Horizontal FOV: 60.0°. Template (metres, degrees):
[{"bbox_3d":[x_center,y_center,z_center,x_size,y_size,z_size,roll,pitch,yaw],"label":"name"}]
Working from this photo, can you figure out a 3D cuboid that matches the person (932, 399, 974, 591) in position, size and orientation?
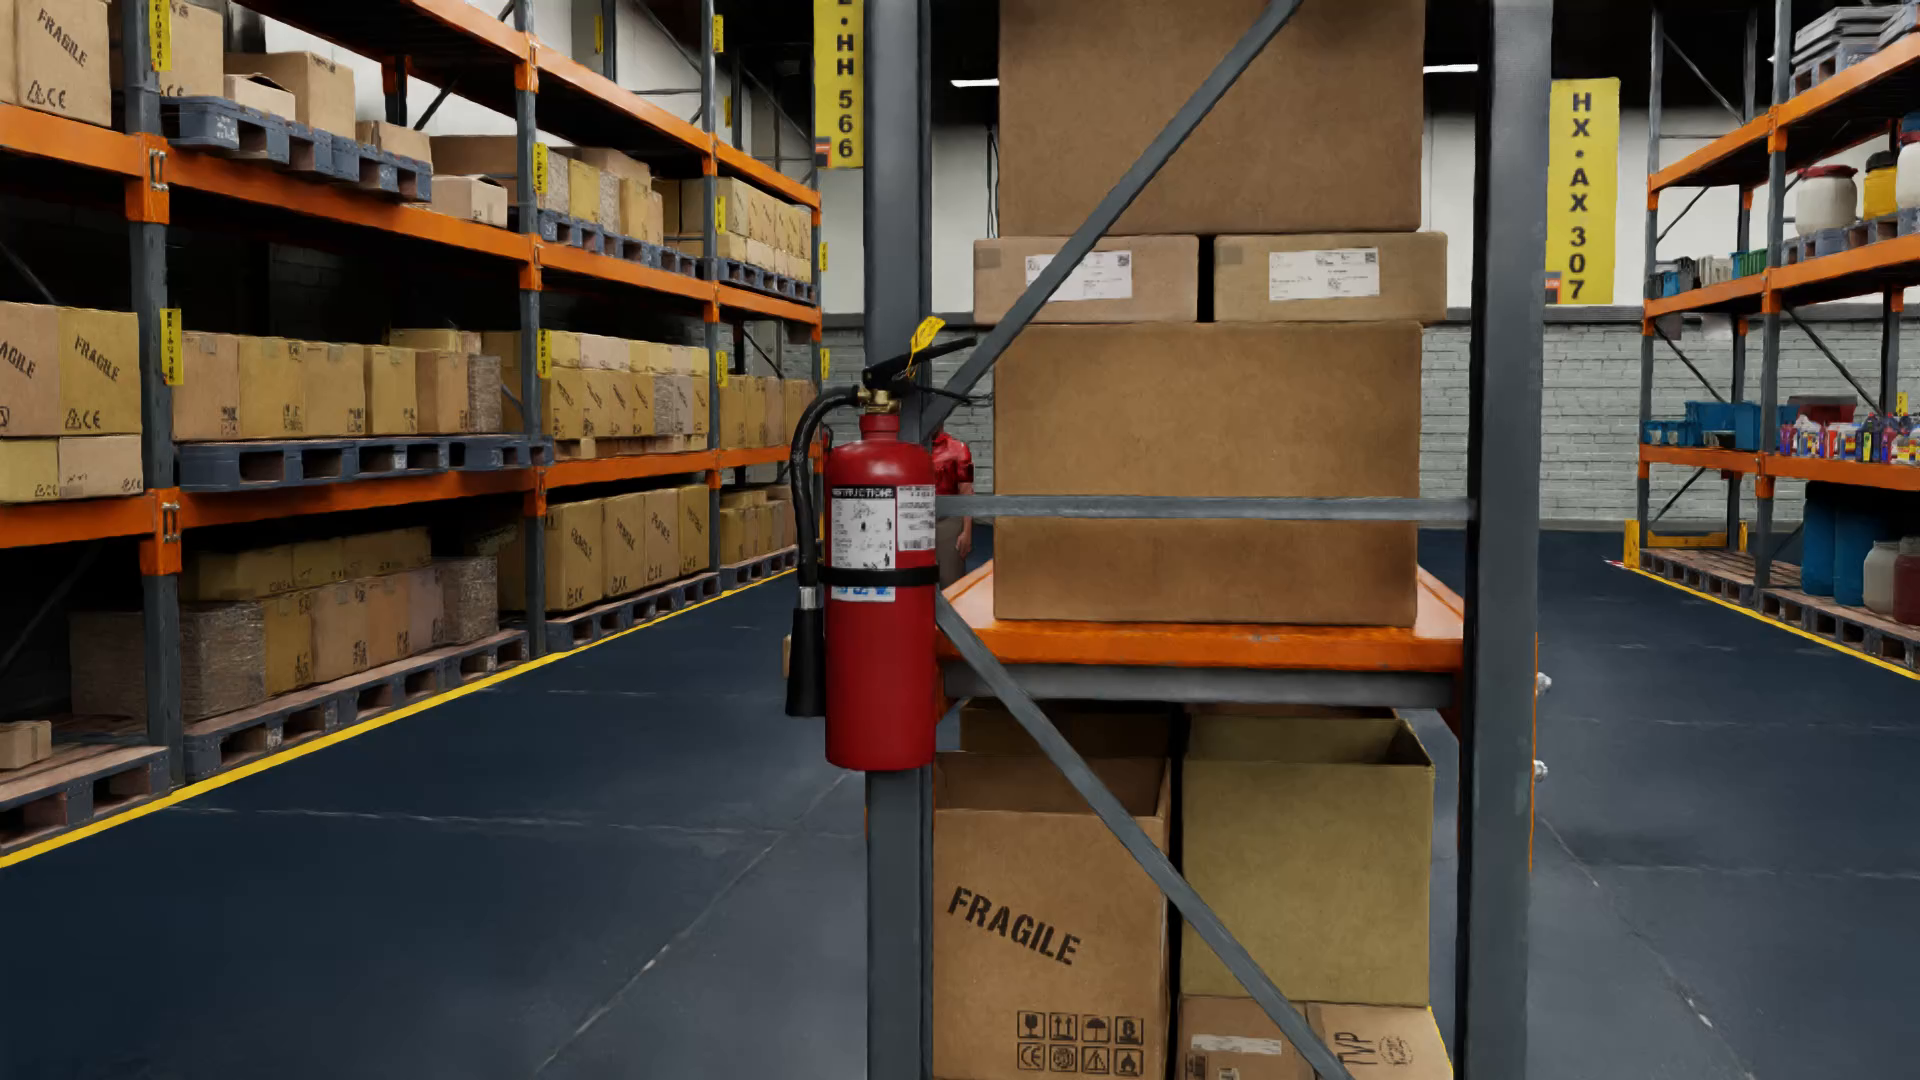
[{"bbox_3d":[-0.184,-0.041,10.684,0.543,1.720,0.700,2,5,27],"label":"person"}]
